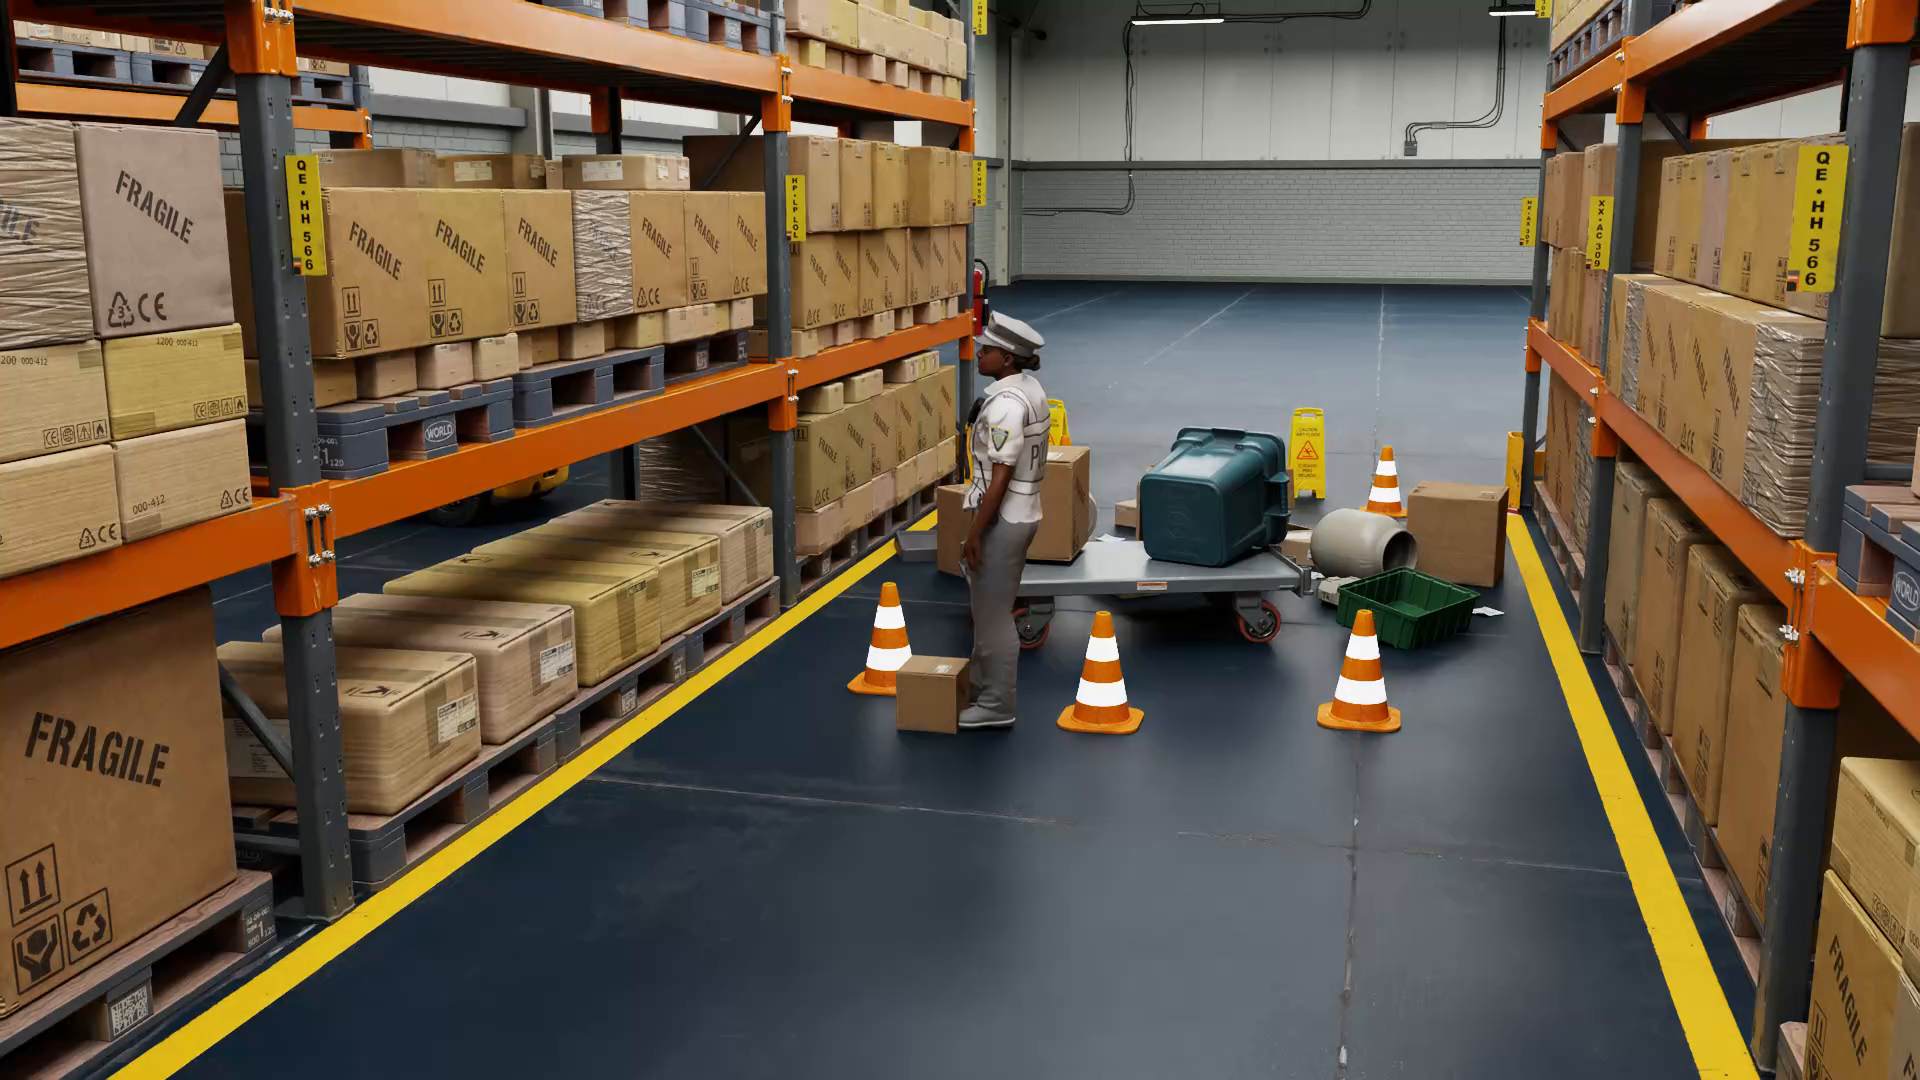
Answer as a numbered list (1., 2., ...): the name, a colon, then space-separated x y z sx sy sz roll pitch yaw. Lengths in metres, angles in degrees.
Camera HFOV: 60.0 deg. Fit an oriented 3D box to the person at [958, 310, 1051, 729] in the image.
1. person: 0.096 -0.078 6.698 0.528 1.695 0.569 3 12 14
